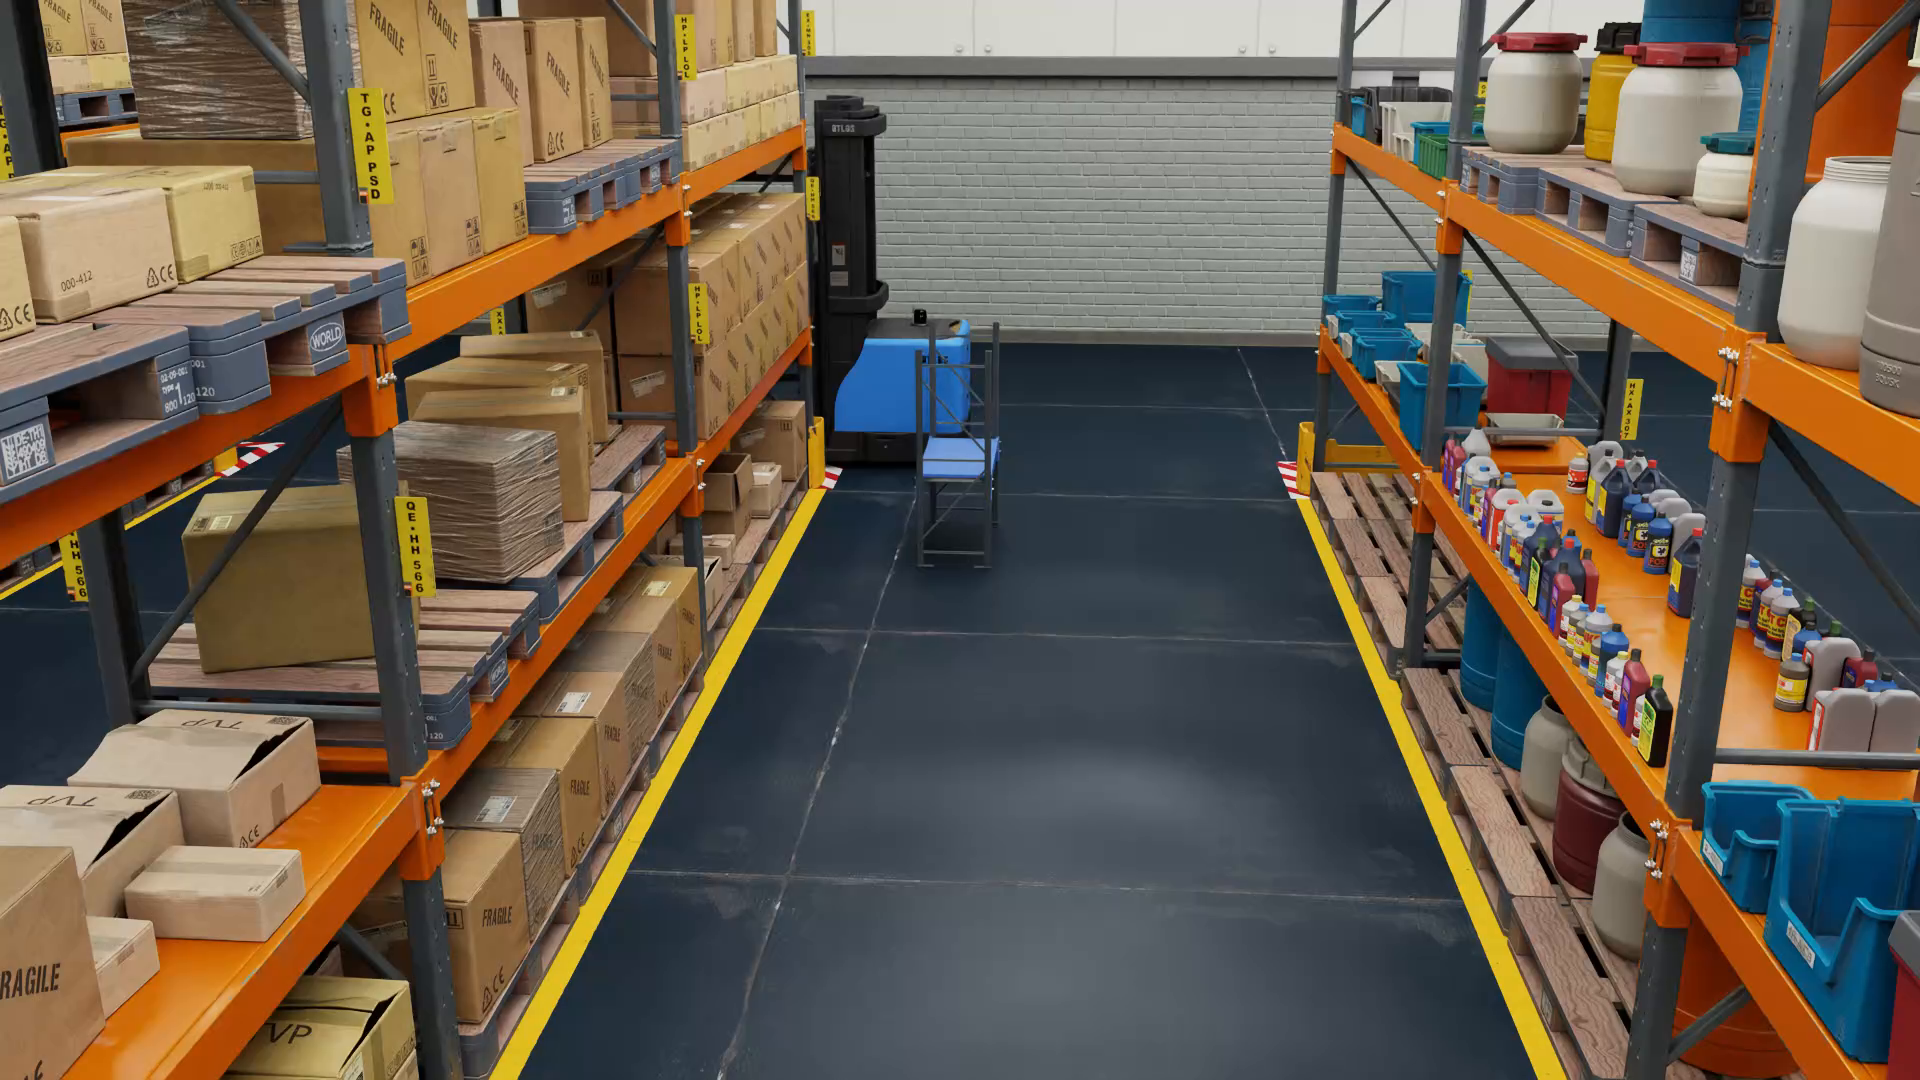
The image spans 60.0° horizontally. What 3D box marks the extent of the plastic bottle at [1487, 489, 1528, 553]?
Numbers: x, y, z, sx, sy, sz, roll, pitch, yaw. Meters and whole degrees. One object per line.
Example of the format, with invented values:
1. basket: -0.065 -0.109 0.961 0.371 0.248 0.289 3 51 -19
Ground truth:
1. plastic bottle: 2.499 -0.087 7.570 0.152 0.276 0.135 1 18 4

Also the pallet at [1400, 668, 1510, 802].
1. pallet: 2.882 0.995 8.546 1.003 0.211 1.213 1 18 4

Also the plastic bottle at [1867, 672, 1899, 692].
1. plastic bottle: 3.081 0.572 5.566 0.097 0.271 0.097 0 18 0

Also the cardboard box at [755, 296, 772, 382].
1. cardboard box: -1.546 -1.352 11.072 0.500 0.500 0.500 1 18 3

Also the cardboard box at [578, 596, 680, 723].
1. cardboard box: -1.755 0.612 8.547 0.500 0.500 0.500 1 18 4

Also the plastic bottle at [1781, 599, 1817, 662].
1. plastic bottle: 3.150 0.346 6.237 0.061 0.283 0.133 1 18 4

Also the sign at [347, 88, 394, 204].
1. sign: -1.695 -1.132 4.785 0.100 0.325 0.005 1 18 4

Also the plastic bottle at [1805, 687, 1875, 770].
1. plastic bottle: 2.894 0.602 5.467 0.152 0.276 0.135 1 18 4

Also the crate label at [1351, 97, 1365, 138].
1. crate label: 2.877 -2.886 11.336 0.408 0.251 0.502 1 18 4

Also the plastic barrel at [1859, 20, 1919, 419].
1. plastic barrel: 2.417 -0.740 3.741 0.600 0.901 0.600 0 18 0

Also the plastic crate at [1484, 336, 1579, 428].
1. plastic crate: 3.293 -0.899 9.651 0.402 0.464 0.583 1 18 4

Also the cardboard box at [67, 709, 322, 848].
1. cardboard box: -2.318 0.716 5.063 0.500 0.311 0.500 2 18 7

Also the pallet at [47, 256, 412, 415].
1. pallet: -2.208 -0.561 4.303 1.213 0.211 1.003 2 18 6

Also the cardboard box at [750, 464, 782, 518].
1. cardboard box: -1.566 -0.356 11.902 0.500 0.250 0.500 1 18 4

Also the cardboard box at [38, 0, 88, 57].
1. cardboard box: -6.443 -3.601 11.480 0.500 0.500 0.500 2 18 6

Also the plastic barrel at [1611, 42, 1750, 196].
1. plastic barrel: 2.669 -1.570 6.186 0.433 0.535 0.433 0 18 0

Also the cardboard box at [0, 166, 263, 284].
1. cardboard box: -2.224 -0.849 4.447 0.500 0.250 0.500 0 18 0

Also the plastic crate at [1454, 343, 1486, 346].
1. plastic crate: 3.374 -1.116 10.685 0.416 0.233 0.300 1 18 4

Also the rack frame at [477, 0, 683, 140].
1. rack frame: -1.961 -3.531 8.248 1.000 3.000 0.127 1 18 4

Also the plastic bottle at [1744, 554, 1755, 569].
1. plastic bottle: 3.145 0.175 6.771 0.152 0.276 0.135 1 18 4

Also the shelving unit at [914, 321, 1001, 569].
1. shelving unit: -0.006 -0.686 11.609 0.538 1.500 1.048 1 18 4

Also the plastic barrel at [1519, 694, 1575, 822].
1. plastic barrel: 2.743 0.976 7.448 0.421 0.512 0.421 0 18 0

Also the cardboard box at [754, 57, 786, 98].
1. cardboard box: -1.493 -3.194 11.473 0.500 0.250 0.500 1 18 4

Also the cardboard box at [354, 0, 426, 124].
1. cardboard box: -2.174 -1.680 5.649 0.500 0.500 0.500 1 18 4

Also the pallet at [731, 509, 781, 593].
1. pallet: -1.826 0.052 11.426 1.003 0.211 1.213 1 18 4

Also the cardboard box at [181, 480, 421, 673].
1. cardboard box: -2.315 0.117 5.914 0.700 0.500 0.500 -5 19 -15

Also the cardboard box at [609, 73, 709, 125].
1. cardboard box: -1.679 -2.417 9.104 0.500 0.250 0.500 1 18 4

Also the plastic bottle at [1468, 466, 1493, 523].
1. plastic bottle: 2.504 -0.223 7.993 0.097 0.271 0.097 0 18 0

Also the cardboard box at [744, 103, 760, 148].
1. cardboard box: -1.570 -2.646 10.604 0.500 0.250 0.500 1 18 4

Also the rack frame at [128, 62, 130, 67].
1. rack frame: -6.616 -4.883 12.373 1.000 3.000 0.127 1 18 4

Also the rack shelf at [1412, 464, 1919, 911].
1. rack shelf: 2.836 0.395 7.057 1.077 0.370 4.000 1 18 4

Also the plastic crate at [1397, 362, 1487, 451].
1. plastic crate: 2.672 -0.742 9.300 0.392 0.384 0.575 1 18 4

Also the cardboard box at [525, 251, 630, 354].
1. cardboard box: -2.183 -1.366 9.507 0.500 0.500 0.500 1 18 4

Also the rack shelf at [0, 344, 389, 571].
1. rack shelf: -2.391 0.100 3.140 1.077 0.370 4.000 1 18 4

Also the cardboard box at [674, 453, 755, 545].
1. cardboard box: -1.832 -0.287 11.283 0.797 0.503 0.637 1 18 4

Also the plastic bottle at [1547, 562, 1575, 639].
1. plastic bottle: 2.378 0.239 6.563 0.061 0.283 0.133 1 18 4

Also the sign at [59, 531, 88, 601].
1. sign: -2.790 0.040 5.250 0.100 0.325 0.005 1 18 4

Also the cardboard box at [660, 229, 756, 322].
1. cardboard box: -1.573 -1.663 10.414 0.500 0.500 0.500 1 18 2

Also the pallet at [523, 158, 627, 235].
1. pallet: -2.149 -1.493 7.147 1.213 0.211 1.003 1 18 4

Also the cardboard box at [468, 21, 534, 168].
1. cardboard box: -2.164 -1.831 6.881 0.600 0.600 0.600 1 18 2

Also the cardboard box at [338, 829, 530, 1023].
1. cardboard box: -1.930 1.406 6.123 0.500 0.500 0.500 2 18 6

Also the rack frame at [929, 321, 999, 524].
1. rack frame: 0.030 -0.844 12.090 0.500 1.500 0.032 1 18 4

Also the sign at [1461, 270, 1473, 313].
1. sign: 3.816 -1.881 12.585 0.100 0.325 0.005 1 18 4

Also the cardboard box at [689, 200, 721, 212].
1. cardboard box: -1.999 -2.151 11.903 0.500 0.500 0.500 1 18 4

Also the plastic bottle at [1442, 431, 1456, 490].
1. plastic bottle: 2.527 -0.409 8.540 0.061 0.283 0.133 1 18 4

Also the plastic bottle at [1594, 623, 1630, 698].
1. plastic bottle: 2.353 0.432 5.993 0.097 0.271 0.097 0 18 0

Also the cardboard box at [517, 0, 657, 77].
1. cardboard box: -1.965 -2.780 9.007 0.700 0.500 0.500 1 18 4

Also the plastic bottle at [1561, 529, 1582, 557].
1. plastic bottle: 2.577 0.087 7.048 0.097 0.271 0.097 0 18 0

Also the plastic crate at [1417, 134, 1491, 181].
1. plastic crate: 2.708 -2.032 8.829 0.450 0.188 0.662 1 18 4

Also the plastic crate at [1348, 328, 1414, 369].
1. plastic crate: 2.825 -1.282 11.189 0.416 0.233 0.300 1 18 4

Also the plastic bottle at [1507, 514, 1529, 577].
1. plastic bottle: 2.447 0.023 7.243 0.097 0.271 0.097 0 18 0

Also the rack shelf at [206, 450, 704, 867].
1. rack shelf: -2.105 0.283 7.398 1.077 0.370 4.000 1 18 4

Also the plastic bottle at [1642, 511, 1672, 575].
1. plastic bottle: 3.059 0.009 7.284 0.097 0.271 0.097 0 18 0

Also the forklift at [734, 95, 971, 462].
1. forklift: -1.443 -2.160 13.808 3.031 2.935 1.130 1 18 4

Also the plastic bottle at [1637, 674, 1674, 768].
1. plastic bottle: 2.296 0.594 5.480 0.061 0.283 0.133 1 18 4

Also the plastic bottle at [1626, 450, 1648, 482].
1. plastic bottle: 3.239 -0.252 7.955 0.144 0.351 0.185 1 18 4

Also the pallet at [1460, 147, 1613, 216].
1. pallet: 3.020 -1.659 7.653 1.213 0.211 1.003 1 18 4

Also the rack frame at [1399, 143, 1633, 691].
1. rack frame: 2.979 -0.569 8.841 1.000 3.000 0.127 1 18 4
